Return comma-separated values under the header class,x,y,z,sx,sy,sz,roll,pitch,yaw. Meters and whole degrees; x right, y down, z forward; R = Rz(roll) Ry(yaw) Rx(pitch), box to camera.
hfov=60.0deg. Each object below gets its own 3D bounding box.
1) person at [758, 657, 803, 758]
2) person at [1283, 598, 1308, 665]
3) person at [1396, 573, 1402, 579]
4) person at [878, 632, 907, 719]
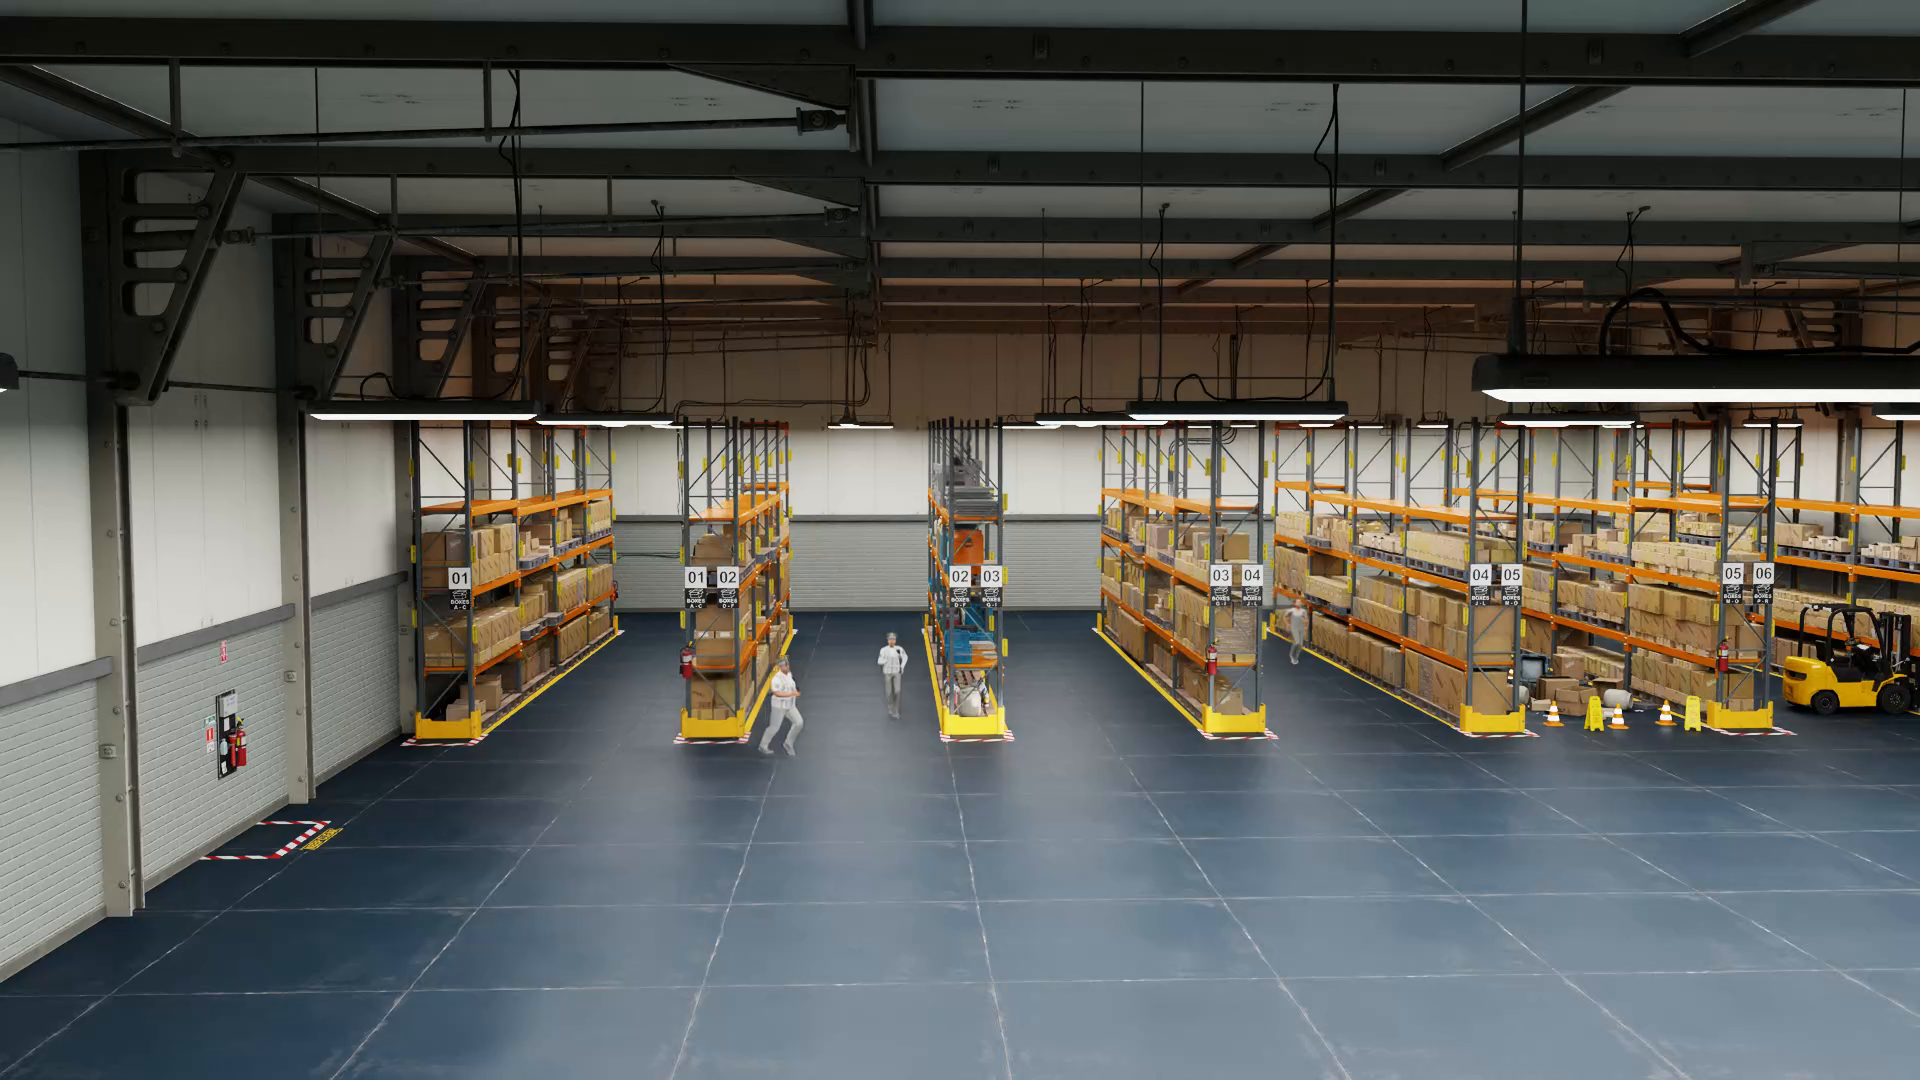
class,x,y,z,sx,sy,sz,roll,pitch,yaw
person,-3.102,2.935,29.223,0.896,1.808,0.674,2,4,33
person,8.253,2.228,40.699,0.538,1.641,0.653,-1,4,-11
person,13.041,1.689,49.351,0.913,1.663,0.635,0,4,3
person,-1.349,2.710,33.260,0.592,1.734,0.672,0,4,-1
